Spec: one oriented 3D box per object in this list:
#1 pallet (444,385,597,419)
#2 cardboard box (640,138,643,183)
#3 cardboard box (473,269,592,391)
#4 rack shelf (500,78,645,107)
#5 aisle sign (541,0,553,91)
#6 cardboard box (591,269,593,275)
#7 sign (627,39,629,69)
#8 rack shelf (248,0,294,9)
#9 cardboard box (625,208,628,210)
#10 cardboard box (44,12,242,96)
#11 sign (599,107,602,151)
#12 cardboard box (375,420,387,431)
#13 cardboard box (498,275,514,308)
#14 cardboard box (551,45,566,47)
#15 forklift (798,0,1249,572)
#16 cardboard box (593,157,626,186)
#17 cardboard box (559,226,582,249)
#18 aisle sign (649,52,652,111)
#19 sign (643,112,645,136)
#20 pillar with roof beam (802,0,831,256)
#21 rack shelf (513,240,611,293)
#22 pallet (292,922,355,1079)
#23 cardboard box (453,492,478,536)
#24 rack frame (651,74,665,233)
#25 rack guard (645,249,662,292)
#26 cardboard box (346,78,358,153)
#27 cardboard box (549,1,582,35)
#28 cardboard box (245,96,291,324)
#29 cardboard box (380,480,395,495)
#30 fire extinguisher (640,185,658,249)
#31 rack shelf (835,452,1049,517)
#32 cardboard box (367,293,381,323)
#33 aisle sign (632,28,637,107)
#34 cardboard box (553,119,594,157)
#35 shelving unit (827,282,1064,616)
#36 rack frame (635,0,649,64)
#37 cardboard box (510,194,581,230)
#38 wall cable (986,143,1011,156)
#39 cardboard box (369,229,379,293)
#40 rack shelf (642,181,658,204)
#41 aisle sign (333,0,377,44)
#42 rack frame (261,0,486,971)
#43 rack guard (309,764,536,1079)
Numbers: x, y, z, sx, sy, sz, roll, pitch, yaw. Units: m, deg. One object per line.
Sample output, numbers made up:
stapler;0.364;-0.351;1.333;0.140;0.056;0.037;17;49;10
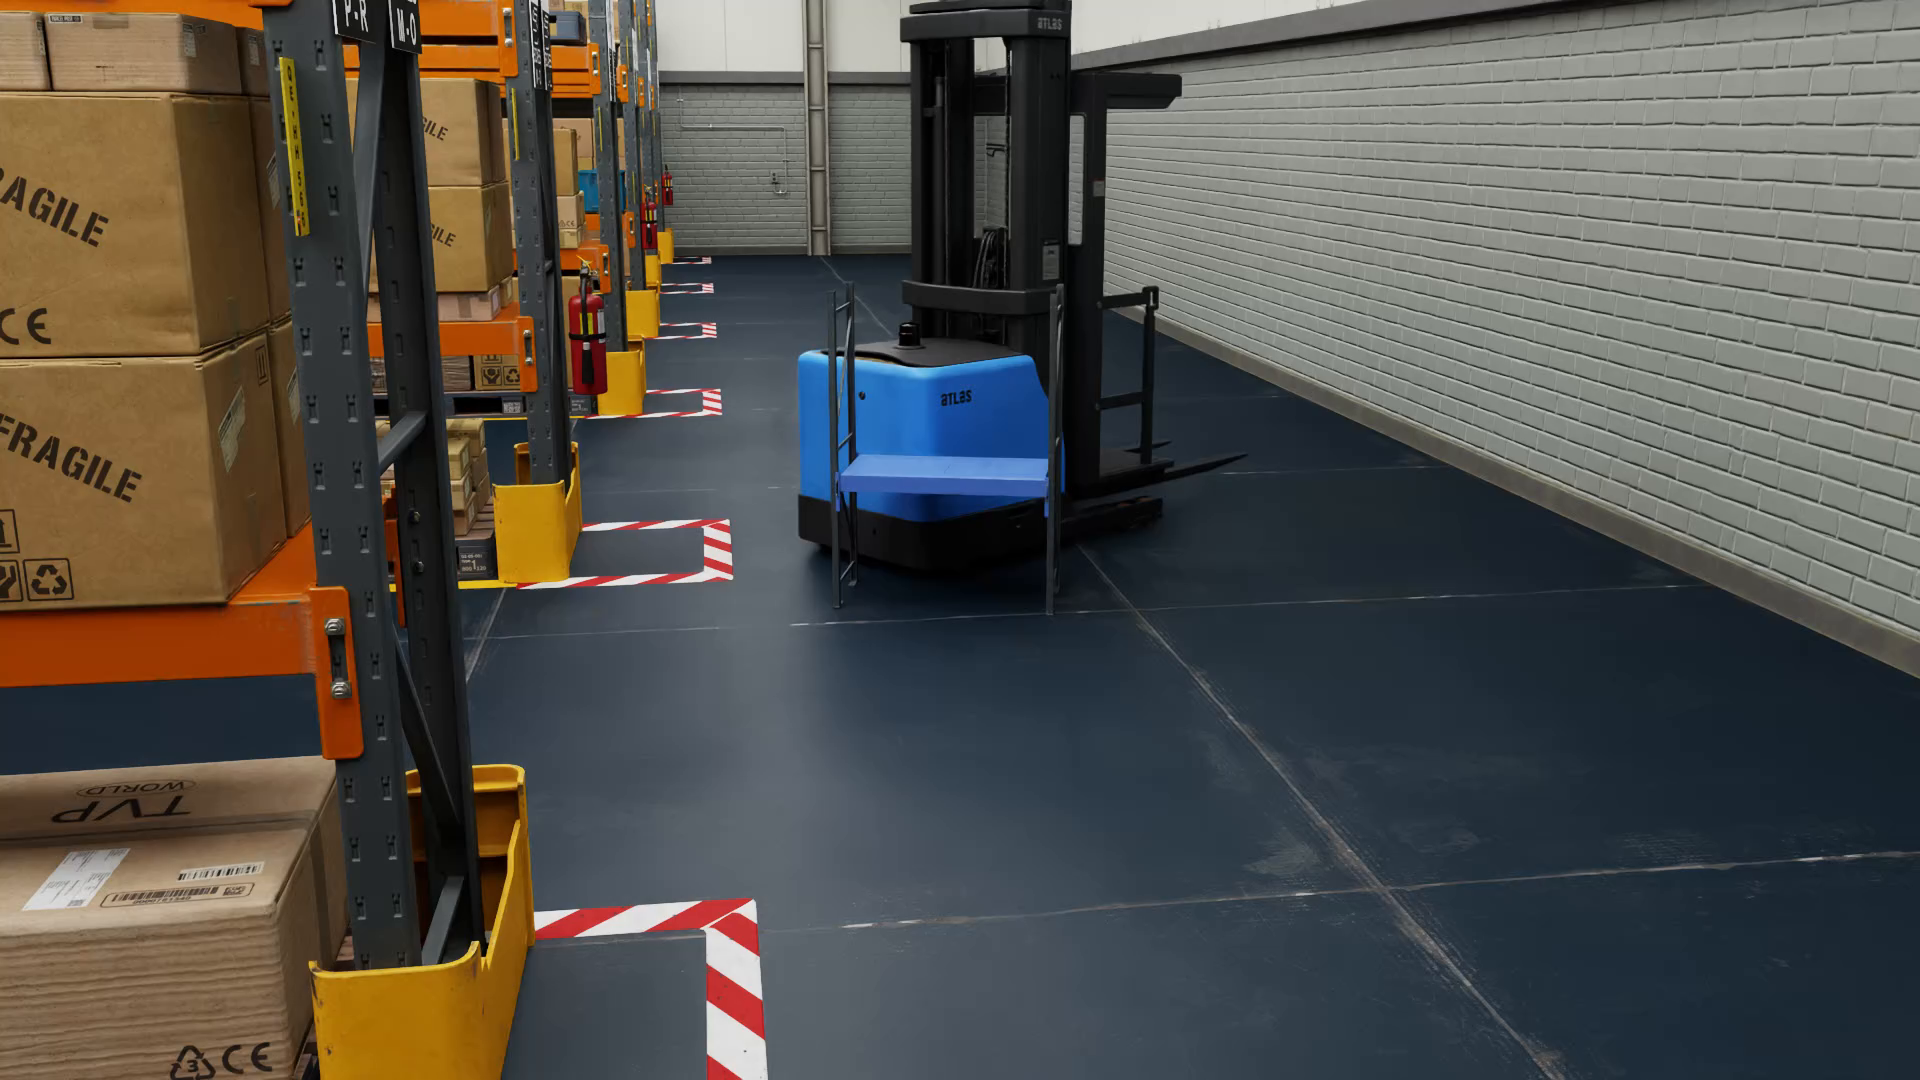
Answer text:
pallet;-3.579;-1.179;13.490;1.213;0.211;1.003;-2;14;-8
cardboard box;-5.517;-6.279;27.474;0.700;0.700;0.980;-1;14;-6
cardboard box;-3.421;-1.710;13.380;0.875;0.875;0.875;-2;14;-8
rack shelf;-6.250;-5.996;22.277;4.000;0.370;1.077;-2;14;-8
aisle sign;-2.134;-2.719;8.552;0.004;0.787;0.394;-2;14;-8
cardboard box;-5.187;-3.730;22.848;0.250;0.166;0.380;-2;14;-8
sign;-3.440;-5.043;17.215;0.005;0.325;0.100;-2;14;-8
rack shelf;-3.302;-1.229;3.270;4.000;0.370;1.077;-2;14;-8
cardboard box;-5.597;-5.463;27.781;0.250;0.149;0.380;-2;14;-8
cardboard box;-1.649;-0.983;3.380;0.250;0.149;0.380;-2;14;-8
sign;-2.733;-3.125;12.649;0.005;0.325;0.100;-2;14;-8
cardboard box;-3.253;-0.538;8.974;0.250;0.149;0.380;-2;14;-8
cardboard box;-2.530;-1.328;8.868;0.250;0.149;0.380;-2;14;-9
cardboard box;-5.237;-6.489;22.045;0.500;0.250;0.500;-2;14;-8
forklift;0.522;-1.546;9.360;1.130;2.935;3.031;13;19;43
cardboard box;-4.675;-4.929;22.506;0.500;0.500;0.500;-2;14;-7
cardboard box;-3.103;-2.366;13.005;0.250;0.149;0.380;-2;14;-7
aisle sign;-4.249;-6.297;22.819;0.004;0.787;0.394;-2;14;-8
sign;-4.209;-5.543;22.129;0.005;0.325;0.100;-2;14;-8
pillar with roof beam;-1.832;-8.334;23.955;0.400;9.000;9.100;-2;14;-8
rack shelf;-4.778;-2.158;13.140;4.000;0.370;1.077;-2;14;-8
pallet;-2.103;1.205;3.985;1.213;0.211;1.003;-2;14;-8
cardboard box;-2.651;-0.135;8.589;0.250;0.149;0.380;-2;14;-7
rack frame;-5.014;-6.154;27.594;0.127;3.000;1.000;-2;14;-8
rack guard;-4.347;-3.747;23.137;0.348;0.500;1.175;-2;14;-8
cardboard box;-3.078;-1.966;8.022;0.500;0.500;0.500;-3;14;-10
cardboard box;-5.285;-6.931;22.264;0.500;0.500;0.700;-2;14;-8
cardboard box;-1.841;-0.780;3.906;0.500;0.500;0.500;-2;14;-10
cardboard box;-2.907;-0.264;8.493;0.250;0.149;0.380;-2;14;-10
fire extinguisher;-3.321;-3.449;17.733;0.183;0.674;0.296;-2;14;-8
rack shelf;-0.055;-0.272;7.962;1.000;0.185;0.538;2;14;7
cardboard box;-2.939;-1.169;8.231;0.250;0.149;0.380;-2;14;-9
aisle sign;-3.423;-4.964;17.505;0.004;0.787;0.394;-2;14;-8
cardboard box;-5.171;-5.395;22.308;0.500;0.500;0.500;-2;14;-7
shelving unit;-0.055;-0.446;7.918;1.048;1.500;0.538;2;14;7
rack frame;-4.272;-7.872;22.114;0.127;3.000;1.000;-2;14;-8
cardboard box;-3.240;-2.570;12.999;0.500;0.250;0.500;-2;14;-9
wall cable;0.632;-7.677;27.717;0.112;2.526;3.097;-2;14;-8
cardboard box;-3.077;-1.480;8.140;0.500;0.500;0.500;-2;14;-9
rack shelf;-6.992;-5.733;27.393;4.000;0.370;1.077;-2;14;-8
aisle sign;-1.207;-1.385;3.233;0.004;0.787;0.394;-2;14;-8
rack frame;-1.324;-0.196;3.836;0.127;3.000;1.000;-2;14;-8
rack guard;-1.300;1.016;4.144;0.348;0.500;1.175;-2;14;-8
